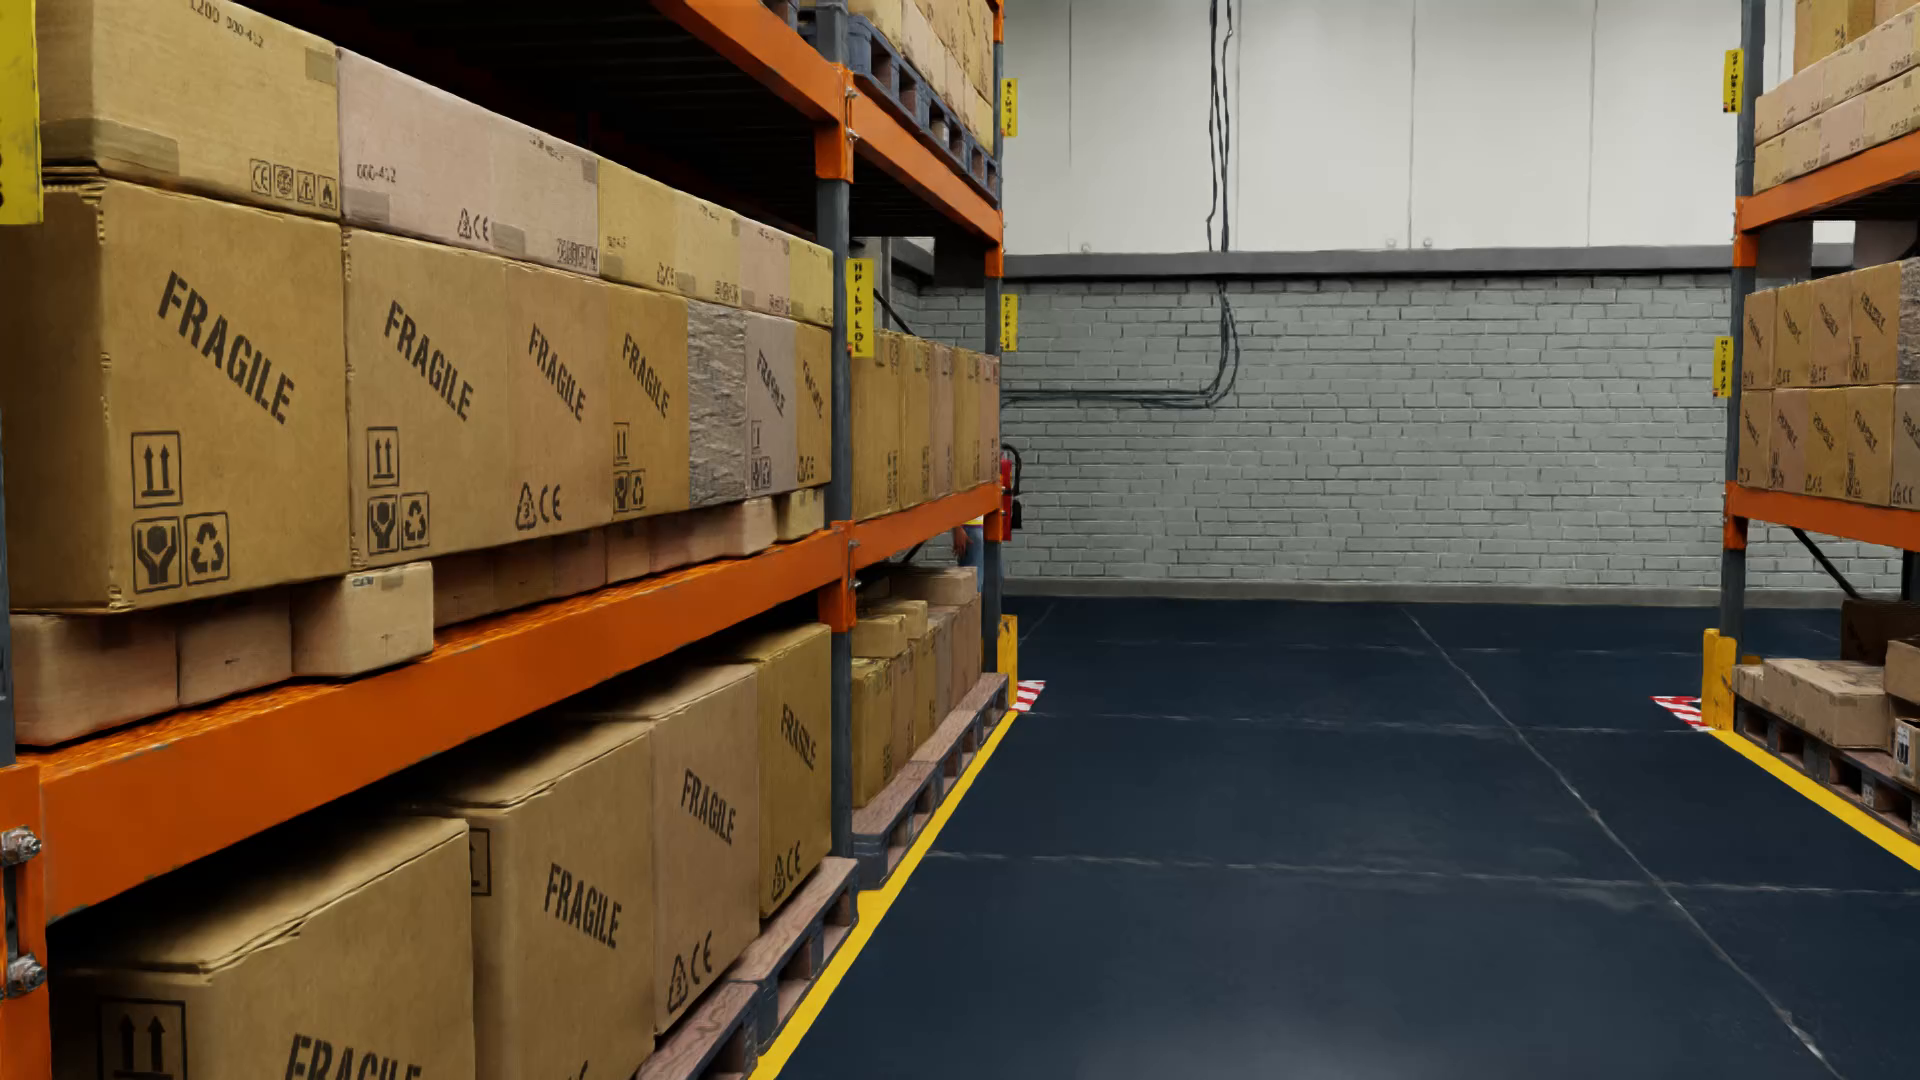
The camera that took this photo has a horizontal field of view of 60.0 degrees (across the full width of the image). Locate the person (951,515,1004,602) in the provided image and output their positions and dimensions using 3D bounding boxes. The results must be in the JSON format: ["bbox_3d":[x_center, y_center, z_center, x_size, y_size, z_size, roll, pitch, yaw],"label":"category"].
[{"bbox_3d":[0.061,-0.087,11.437,0.580,1.764,0.608,1,5,17],"label":"person"}]
